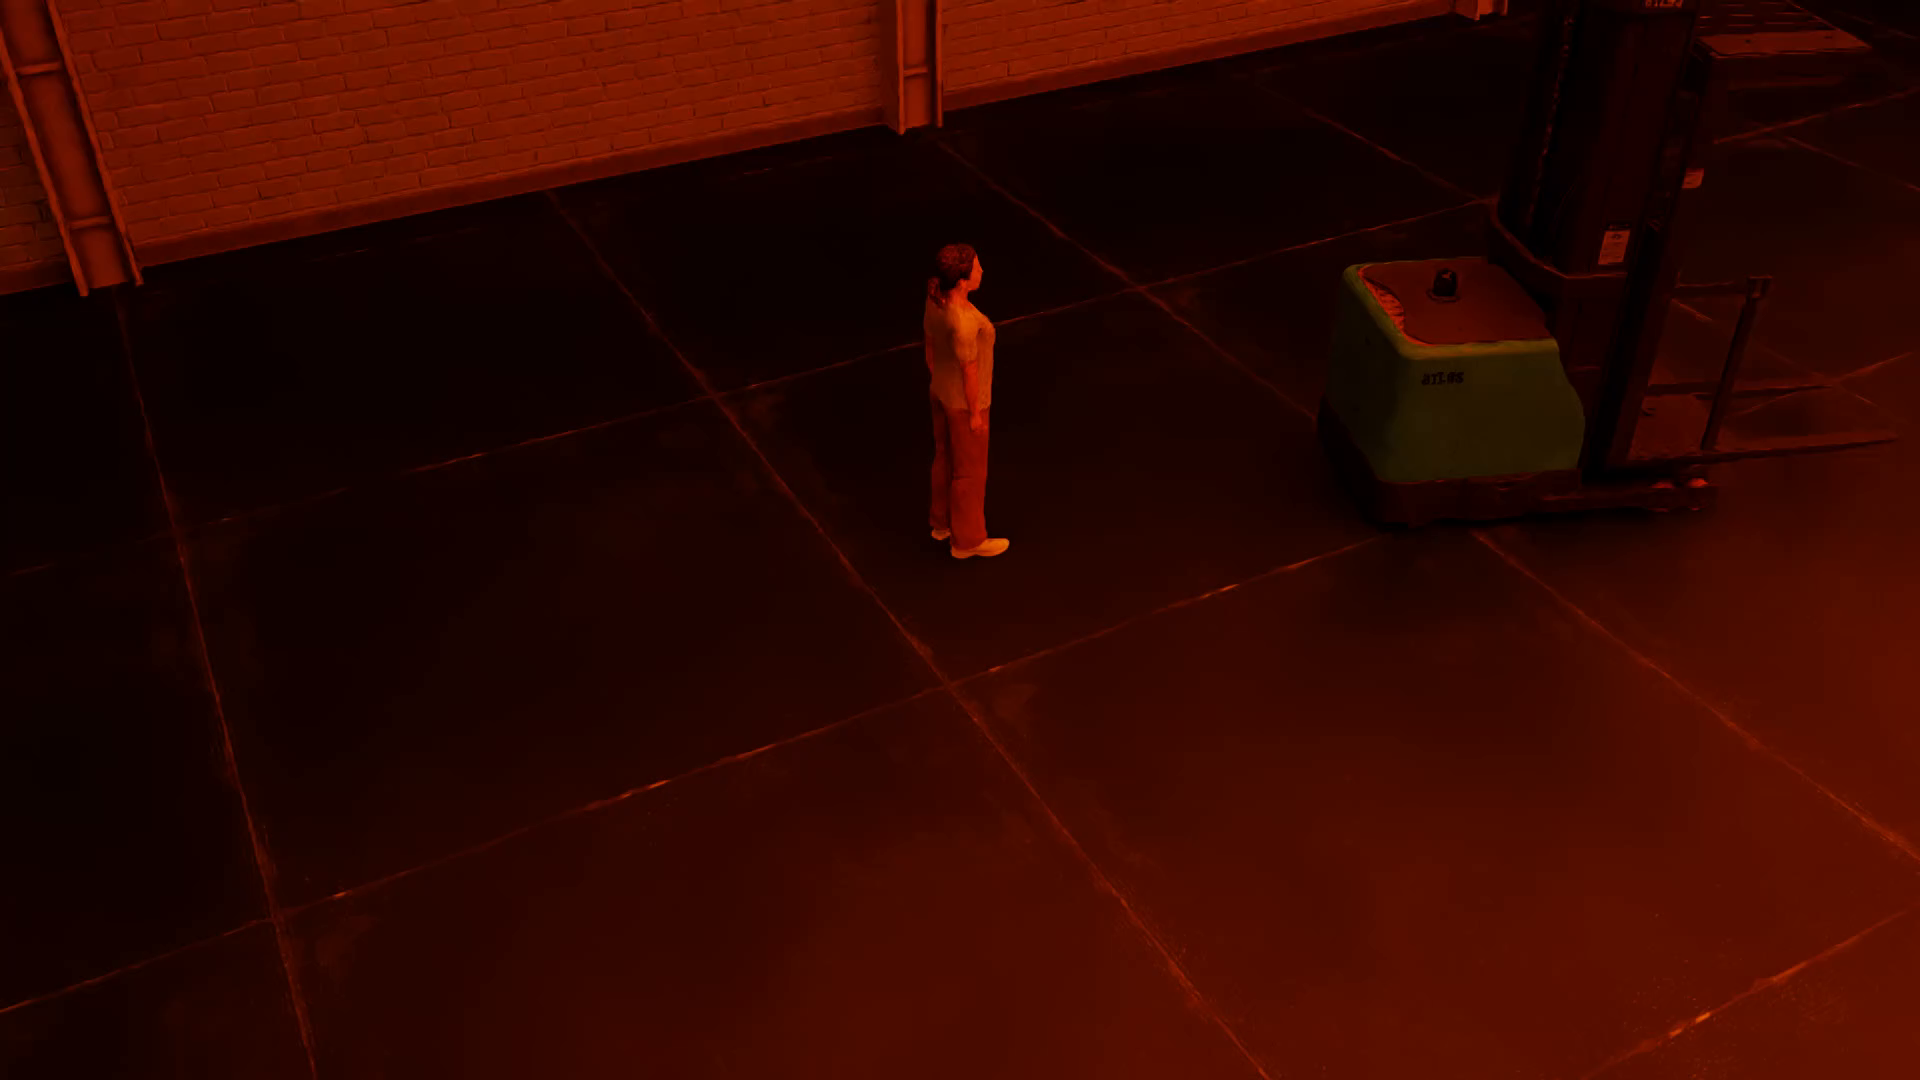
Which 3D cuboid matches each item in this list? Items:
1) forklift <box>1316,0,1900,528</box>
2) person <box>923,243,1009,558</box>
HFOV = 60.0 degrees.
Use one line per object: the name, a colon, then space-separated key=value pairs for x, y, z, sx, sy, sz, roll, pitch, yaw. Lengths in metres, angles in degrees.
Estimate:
forklift: x=3.582 y=-1.641 z=8.445 sx=3.031 sy=2.935 sz=1.130 roll=-5 pitch=36 yaw=-7
person: x=0.007 y=-0.686 z=8.185 sx=0.365 sy=1.673 sz=0.429 roll=-17 pitch=39 yaw=-23
